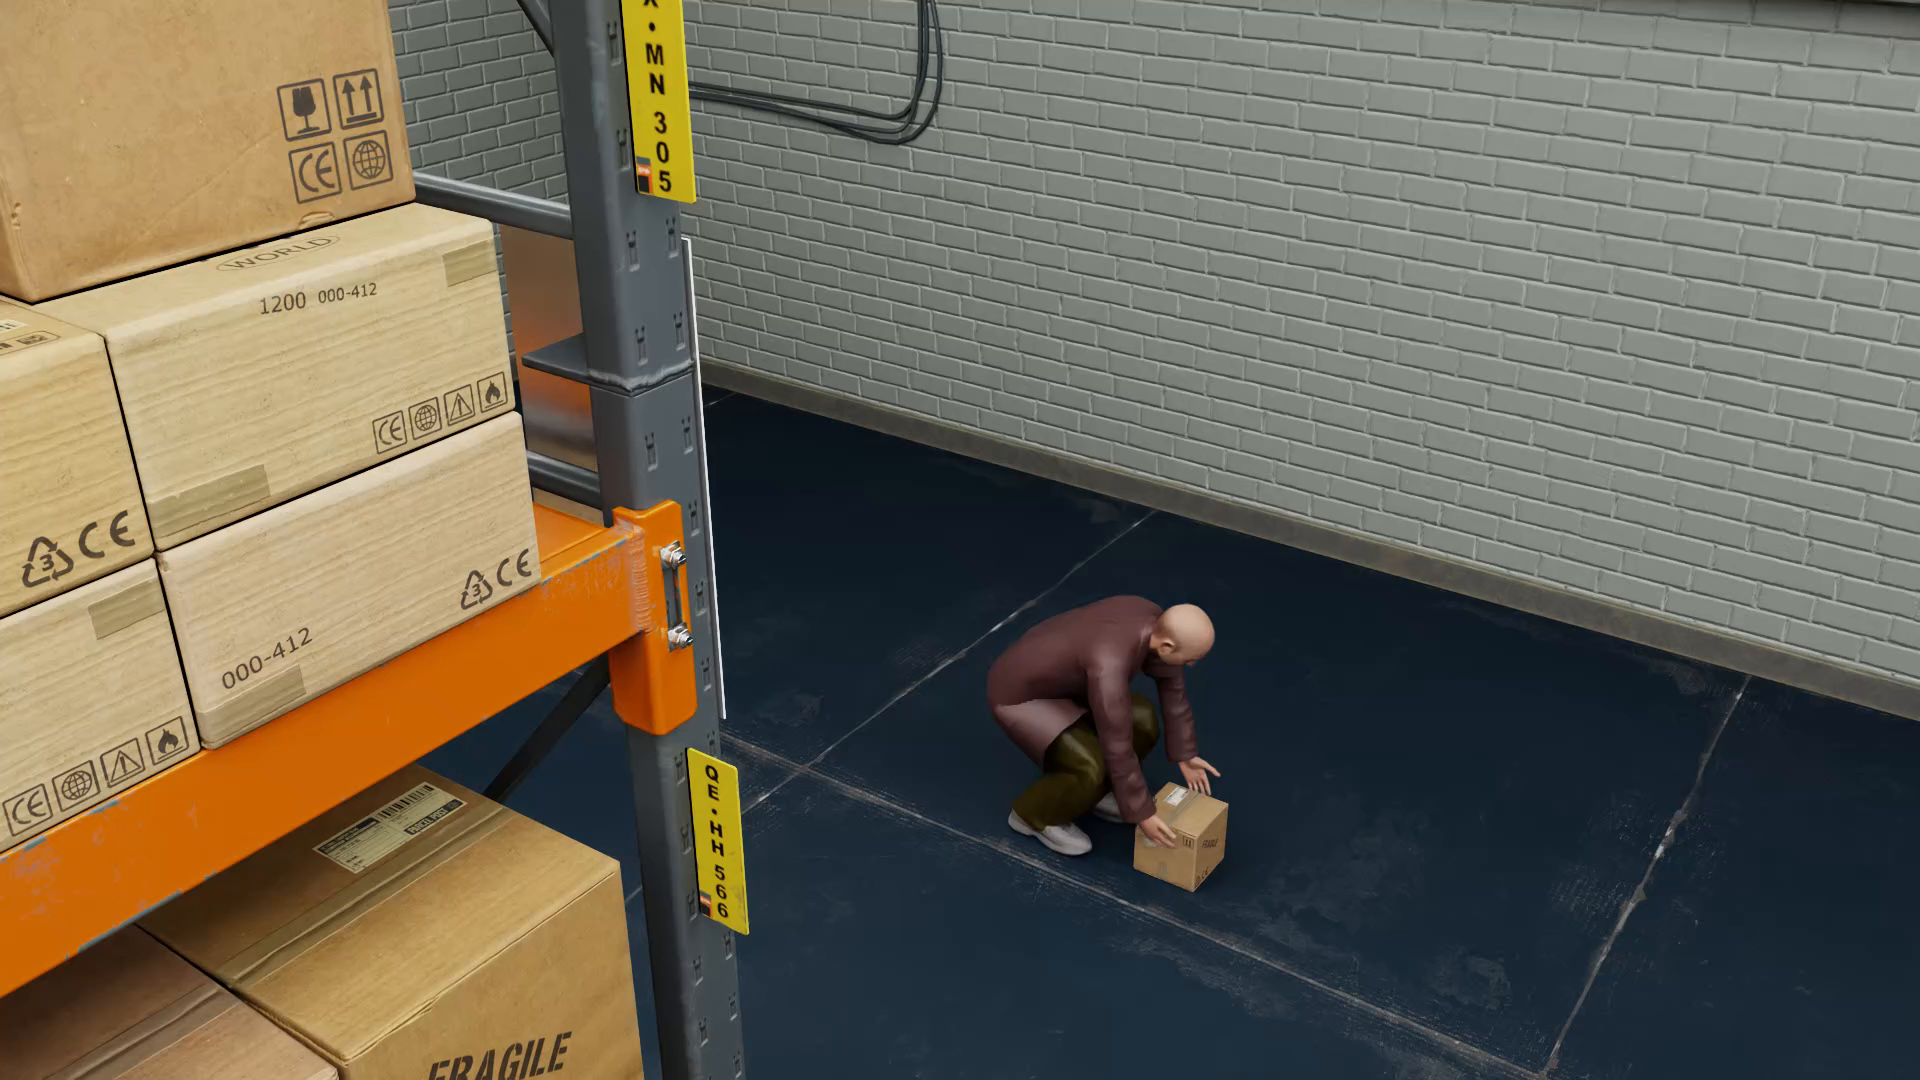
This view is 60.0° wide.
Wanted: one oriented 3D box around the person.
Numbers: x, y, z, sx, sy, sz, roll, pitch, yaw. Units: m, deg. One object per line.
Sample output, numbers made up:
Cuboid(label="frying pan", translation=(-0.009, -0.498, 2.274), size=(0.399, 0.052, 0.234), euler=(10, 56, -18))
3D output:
Cuboid(label="person", translation=(0.515, 0.640, 6.171), size=(0.878, 1.048, 0.612), euler=(17, 31, 30))
